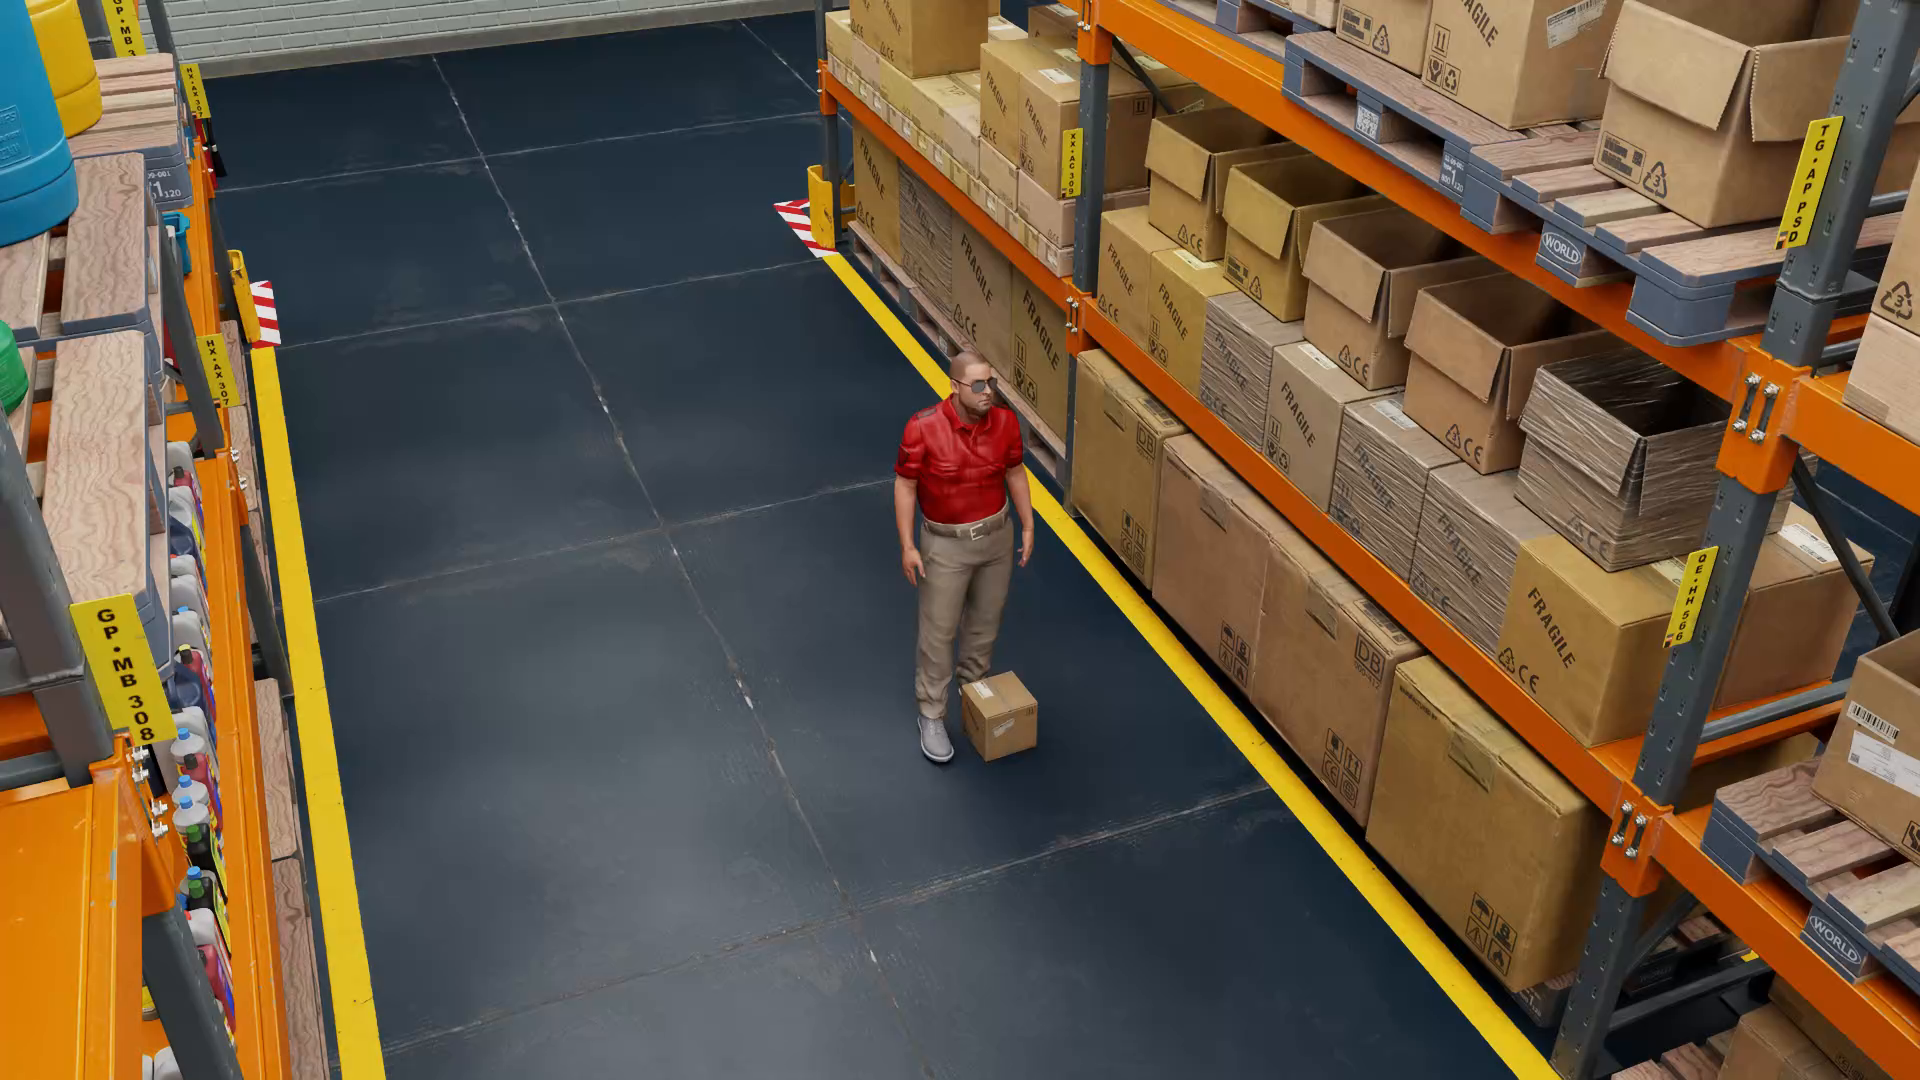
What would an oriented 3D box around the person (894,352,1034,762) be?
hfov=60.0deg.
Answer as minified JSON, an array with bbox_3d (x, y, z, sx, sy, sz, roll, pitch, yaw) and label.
[{"bbox_3d":[0.058,0.057,7.054,0.640,1.727,0.551,-14,36,-20],"label":"person"}]
